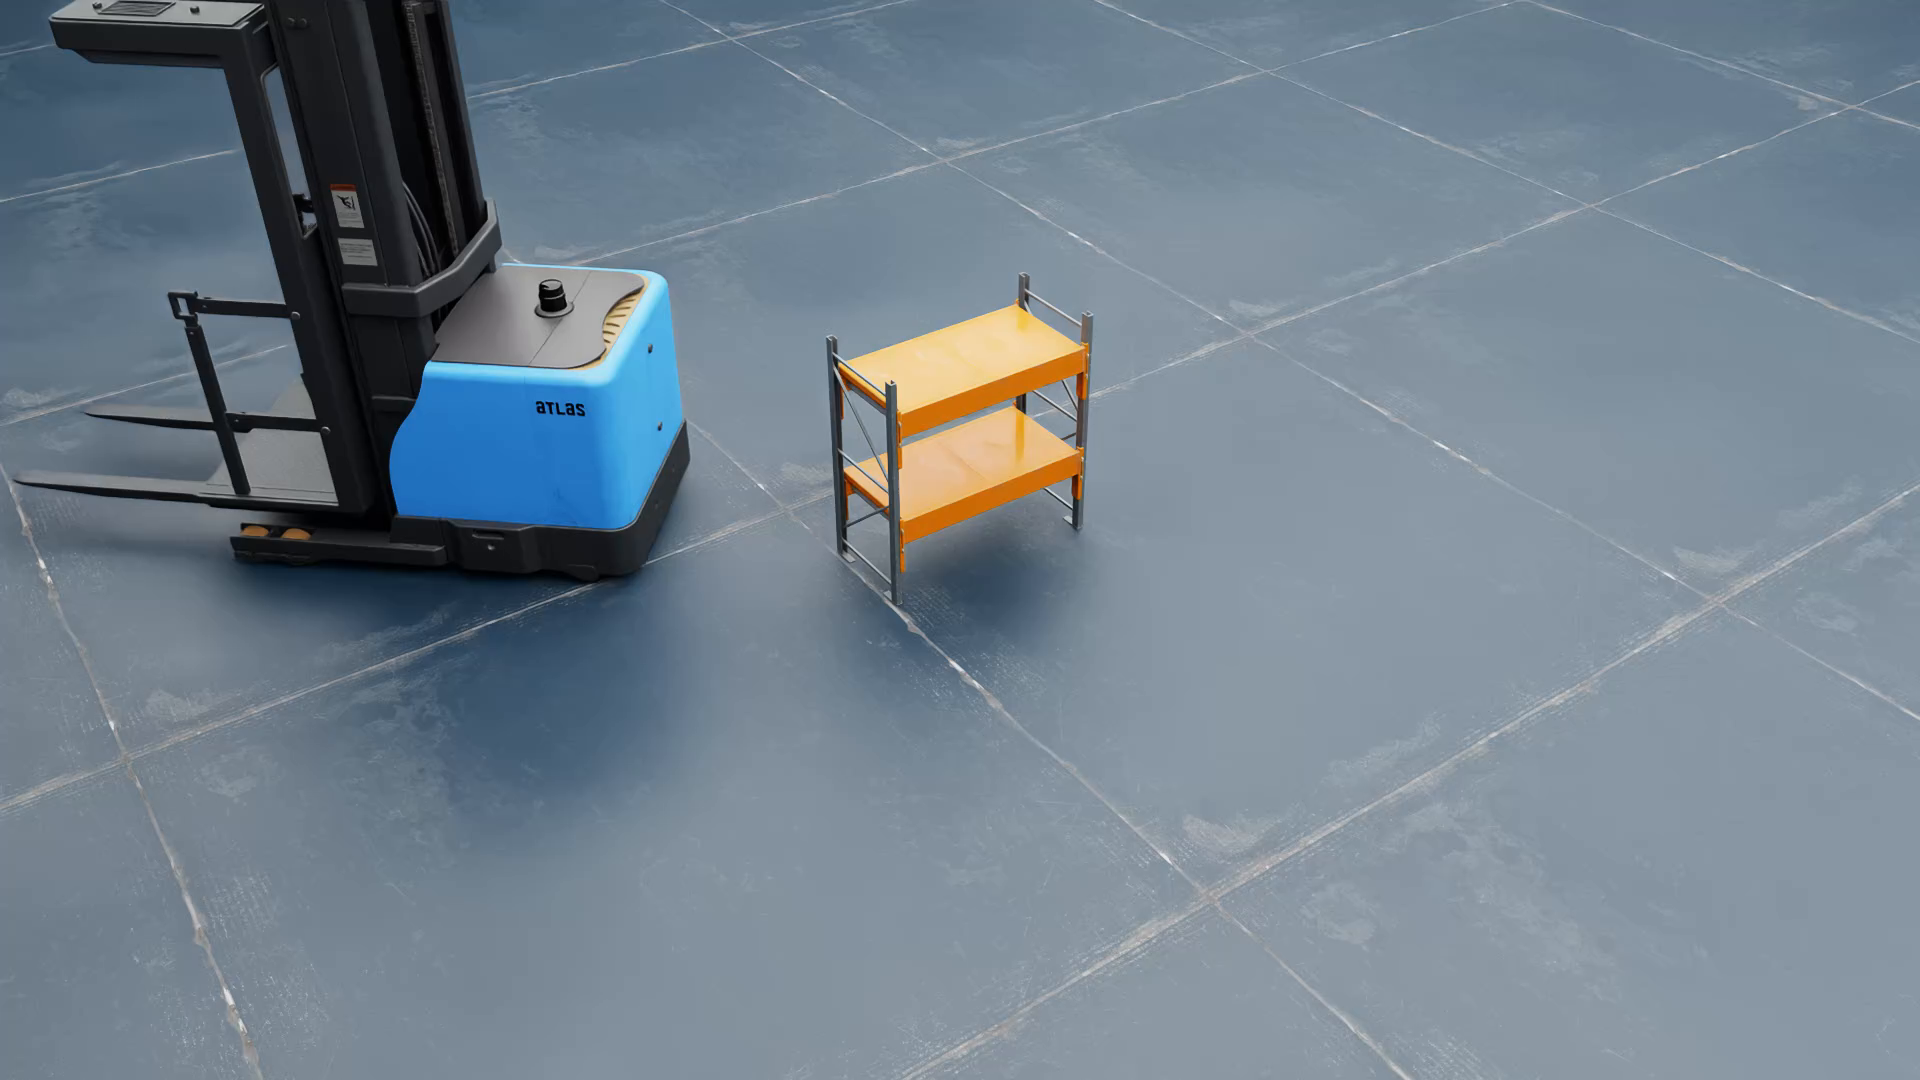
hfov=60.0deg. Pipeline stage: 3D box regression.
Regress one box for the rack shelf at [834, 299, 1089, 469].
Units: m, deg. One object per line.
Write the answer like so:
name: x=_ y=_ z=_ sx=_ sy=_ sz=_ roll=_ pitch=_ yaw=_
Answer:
rack shelf: x=0.006 y=-0.697 z=7.254 sx=1.000 sy=0.278 sz=0.538 roll=-22 pitch=41 yaw=-28

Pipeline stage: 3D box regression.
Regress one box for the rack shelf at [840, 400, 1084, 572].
rack shelf: x=0.006 y=-0.260 z=7.567 sx=1.000 sy=0.278 sz=0.538 roll=-22 pitch=41 yaw=-28

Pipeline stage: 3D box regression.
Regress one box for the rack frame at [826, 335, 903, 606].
rack frame: x=-0.410 y=-0.288 z=7.187 sx=0.032 sy=1.125 sz=0.500 roll=-22 pitch=41 yaw=-28

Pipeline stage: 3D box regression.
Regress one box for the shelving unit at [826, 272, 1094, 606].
shelving unit: x=0.006 y=-0.459 z=7.425 sx=1.048 sy=1.125 sz=0.538 roll=-22 pitch=41 yaw=-28

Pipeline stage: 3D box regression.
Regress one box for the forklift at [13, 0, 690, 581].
forklift: x=-2.879 y=-1.377 z=7.154 sx=3.031 sy=2.935 sz=1.130 roll=4 pitch=36 yaw=6

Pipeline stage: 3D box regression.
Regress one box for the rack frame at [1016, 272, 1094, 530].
rack frame: x=0.421 y=-0.630 z=7.662 sx=0.032 sy=1.125 sz=0.500 roll=-22 pitch=41 yaw=-28
